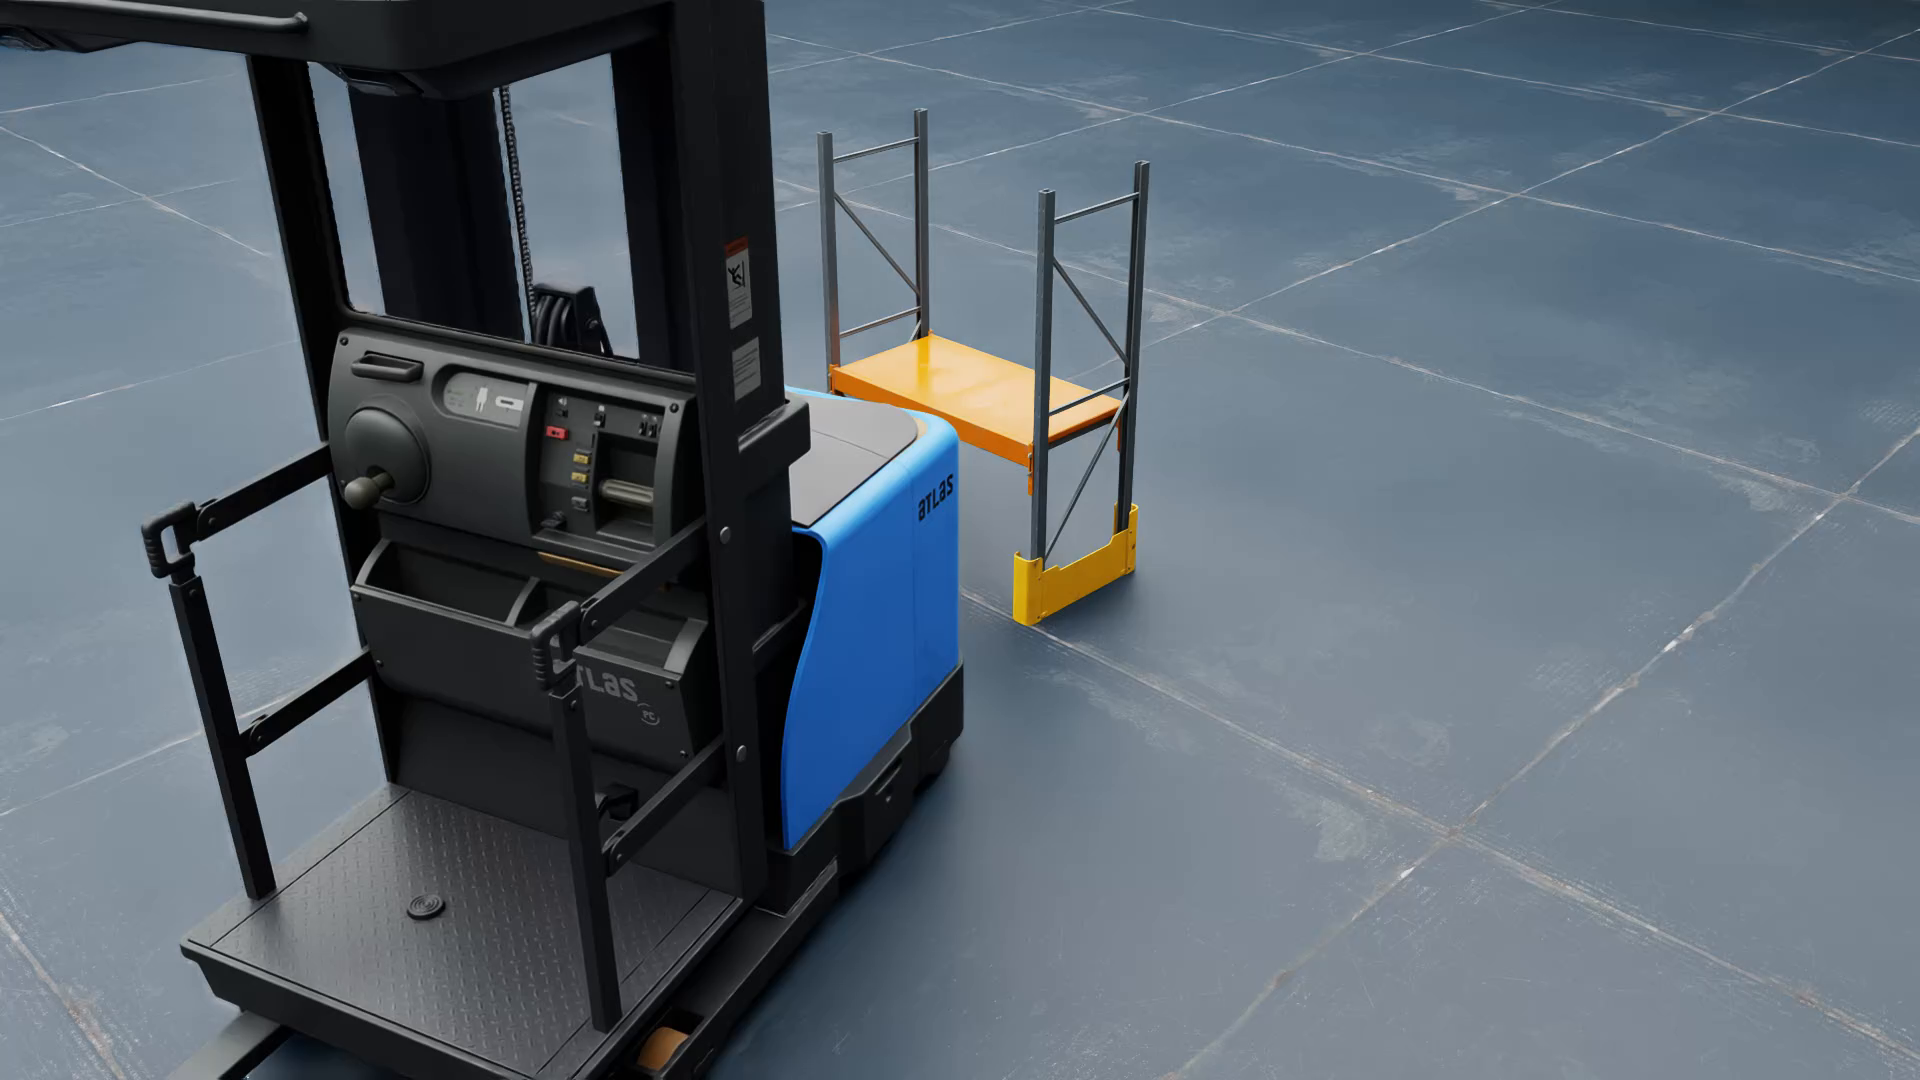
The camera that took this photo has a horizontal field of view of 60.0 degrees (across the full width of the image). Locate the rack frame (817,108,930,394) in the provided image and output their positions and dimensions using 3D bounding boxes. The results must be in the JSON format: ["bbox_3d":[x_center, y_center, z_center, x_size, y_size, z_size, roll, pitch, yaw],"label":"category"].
[{"bbox_3d":[-0.302,-0.802,6.163,0.032,1.500,0.500,25,36,38],"label":"rack frame"}]

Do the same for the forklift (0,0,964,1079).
[{"bbox_3d":[-1.079,-0.164,3.412,1.130,2.935,3.031,13,30,22],"label":"forklift"}]

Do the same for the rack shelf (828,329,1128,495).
[{"bbox_3d":[0.061,-0.477,5.932,1.000,0.185,0.538,25,36,38],"label":"rack shelf"}]

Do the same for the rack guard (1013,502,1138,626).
[{"bbox_3d":[0.409,0.077,5.835,0.087,0.250,0.587,25,36,38],"label":"rack guard"}]

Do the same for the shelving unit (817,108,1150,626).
[{"bbox_3d":[0.054,-0.639,5.854,1.083,1.500,0.587,25,36,38],"label":"shelving unit"}]

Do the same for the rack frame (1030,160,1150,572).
[{"bbox_3d":[0.423,-0.470,5.533,0.032,1.500,0.500,25,36,38],"label":"rack frame"}]
